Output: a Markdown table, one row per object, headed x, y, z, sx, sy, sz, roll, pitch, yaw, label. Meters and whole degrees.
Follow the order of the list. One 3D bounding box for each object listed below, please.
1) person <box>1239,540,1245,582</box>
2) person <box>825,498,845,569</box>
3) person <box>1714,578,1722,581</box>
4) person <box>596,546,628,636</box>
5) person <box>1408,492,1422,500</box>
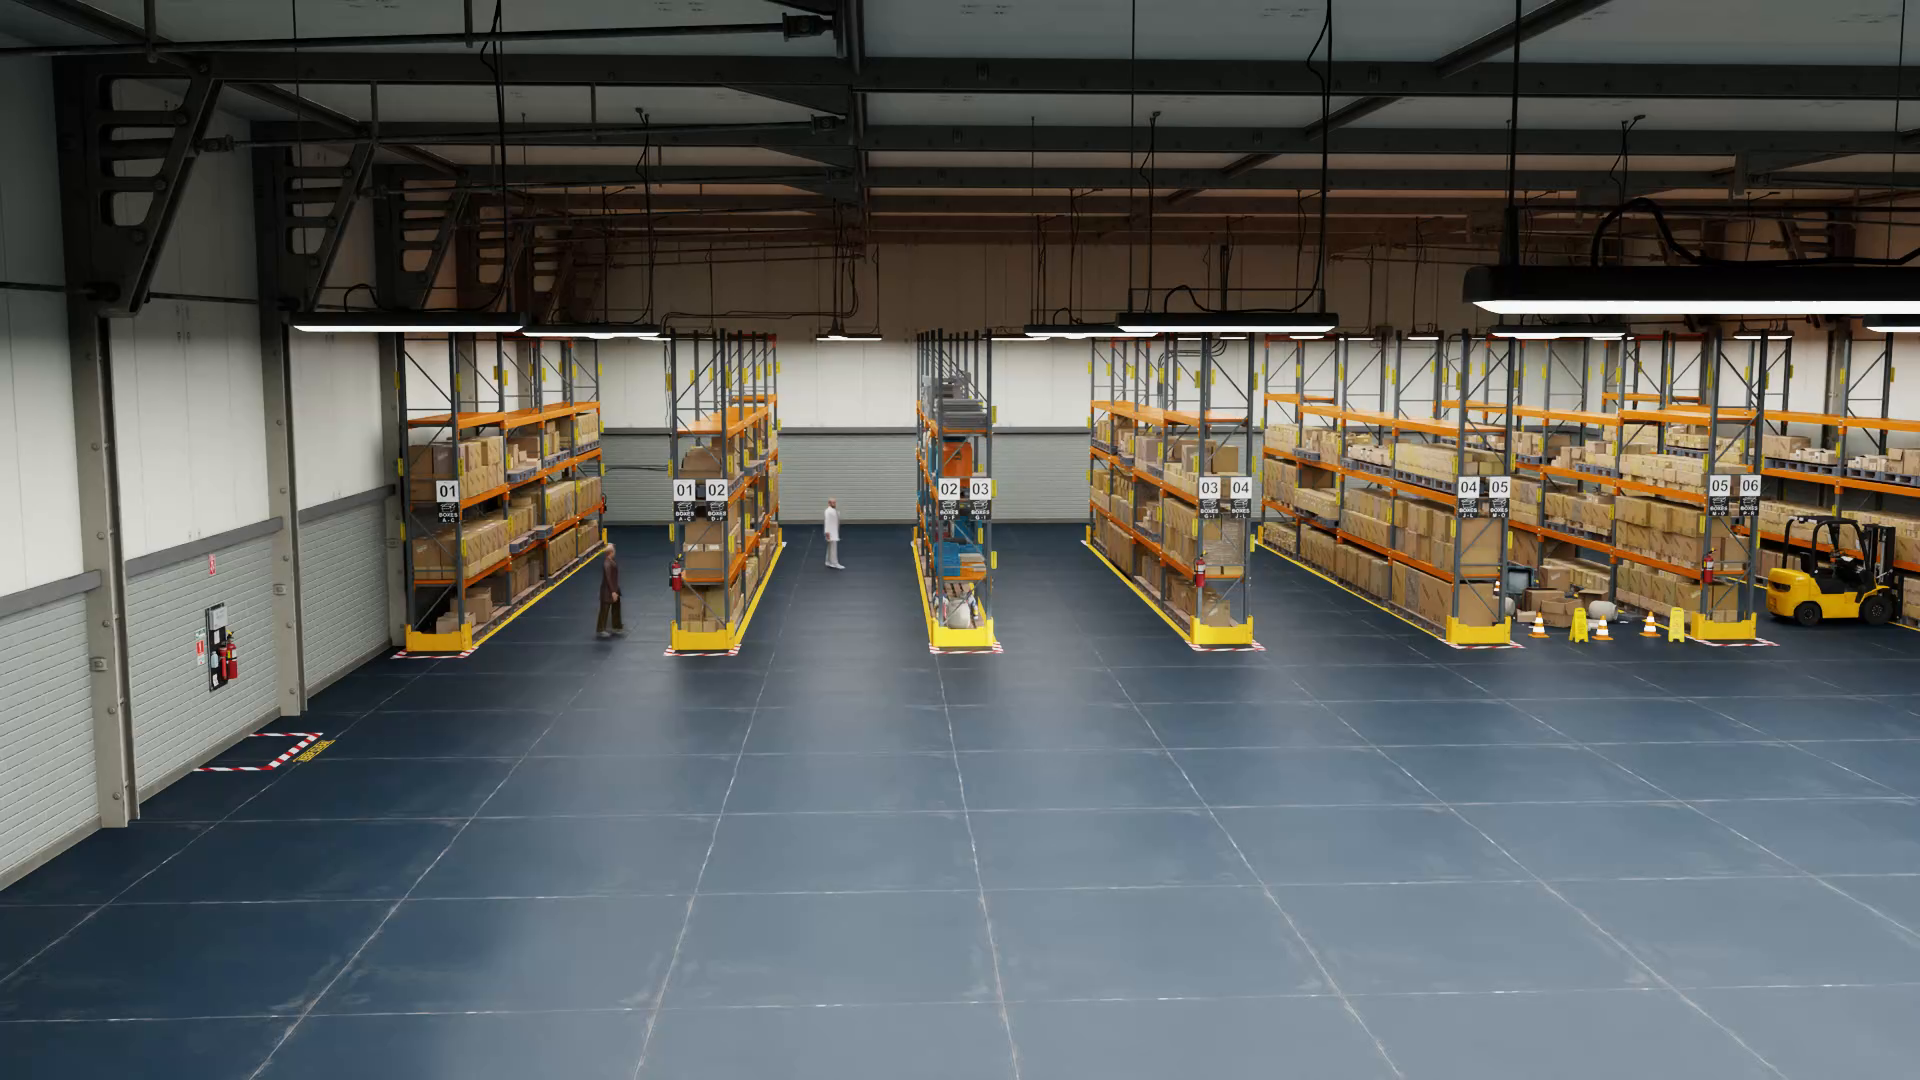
| x | y | z | sx | sy | sz | roll | pitch | yaw | label |
| --- | --- | --- | --- | --- | --- | --- | --- | --- | --- |
| 6.707 | 0.207 | 40.221 | 0.508 | 1.556 | 0.823 | -1 | 7 | -9 | person |
| -3.199 | -0.193 | 42.732 | 0.574 | 1.794 | 0.613 | 2 | 7 | 13 | person |
| 16.578 | 0.591 | 36.617 | 0.563 | 1.642 | 0.891 | -6 | 9 | -44 | person |
| -6.869 | 1.015 | 32.677 | 0.538 | 1.829 | 0.687 | 1 | 7 | 4 | person |
| 13.657 | -1.007 | 50.108 | 0.451 | 1.654 | 0.459 | -1 | 7 | -9 | person |
